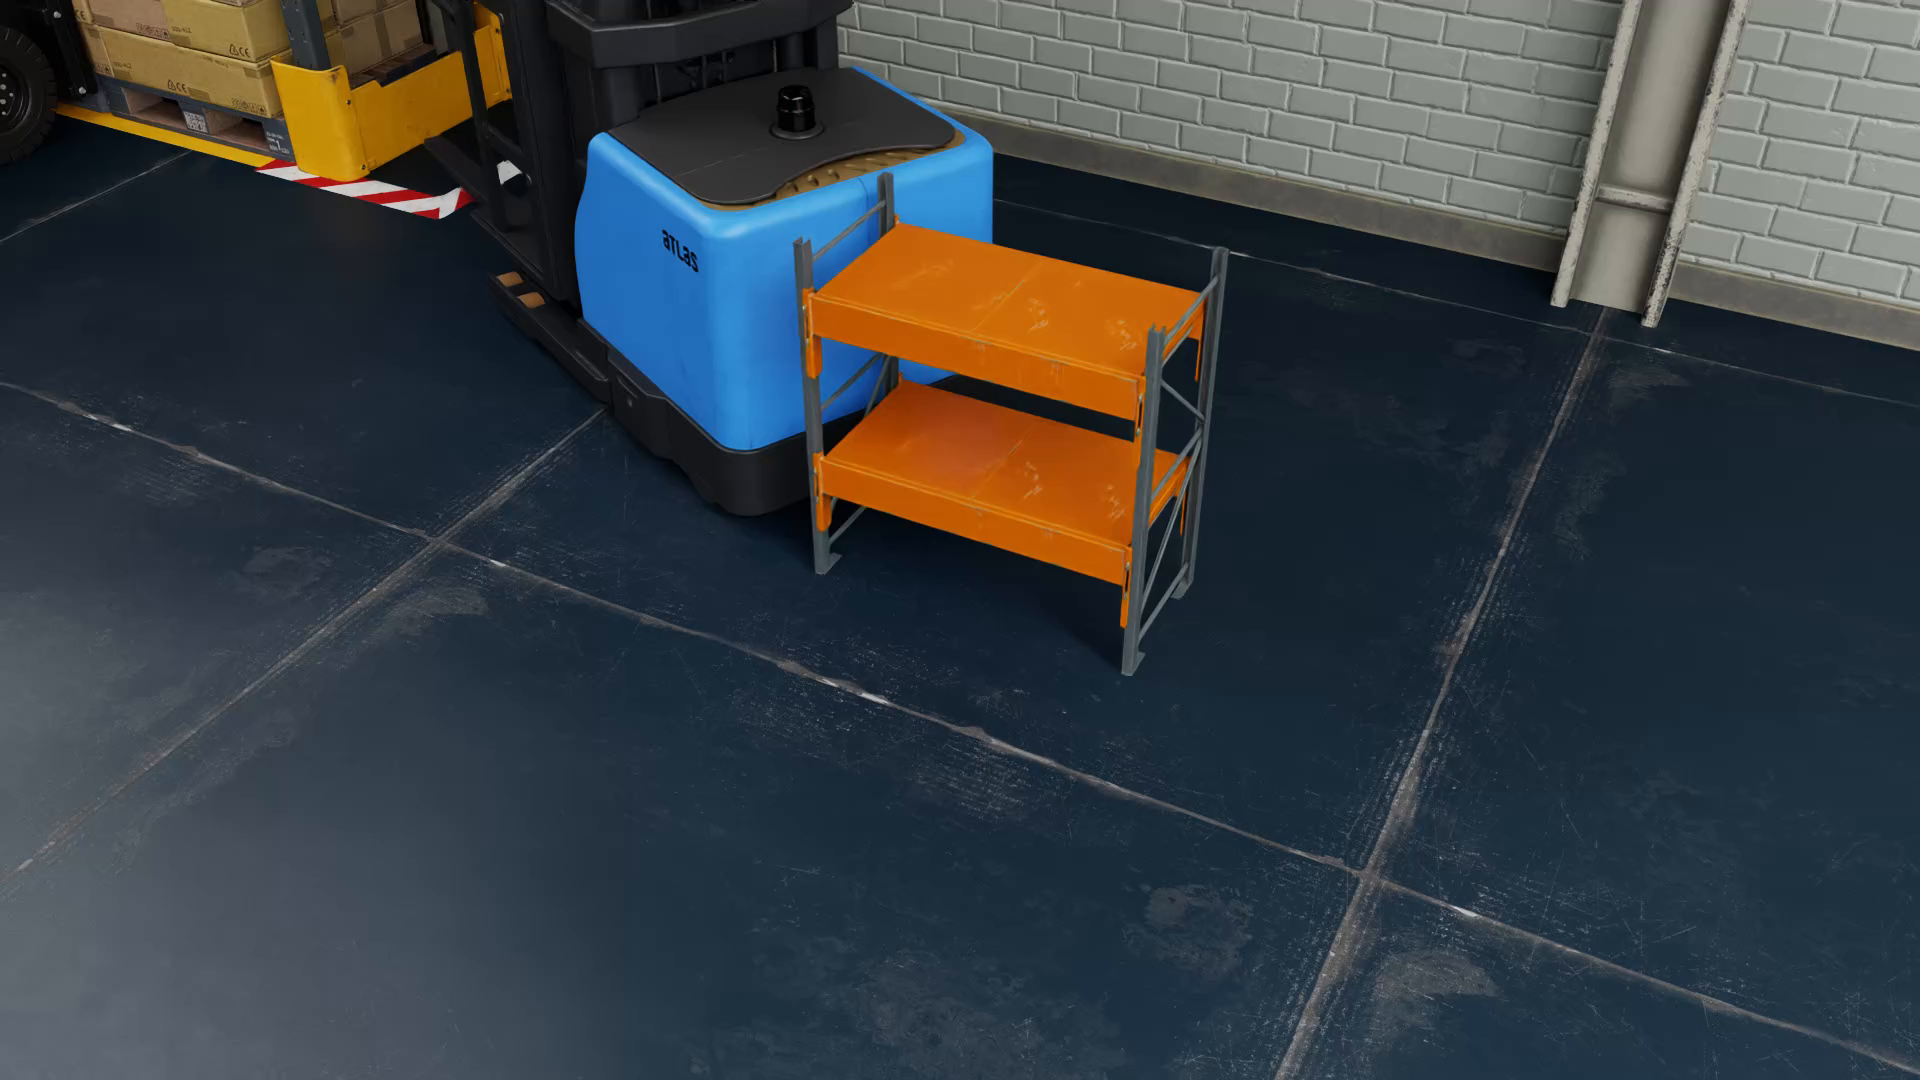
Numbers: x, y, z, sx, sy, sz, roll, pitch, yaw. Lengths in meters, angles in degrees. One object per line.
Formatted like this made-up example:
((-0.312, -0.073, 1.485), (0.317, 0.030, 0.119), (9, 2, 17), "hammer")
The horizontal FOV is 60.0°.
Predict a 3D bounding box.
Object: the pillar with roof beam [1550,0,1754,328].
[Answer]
((0.555, -2.215, 0.725), (0.400, 9.000, 9.100), (17, 41, 21), "pillar with roof beam")

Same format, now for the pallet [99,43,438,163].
((-3.288, -2.207, 7.983), (1.213, 0.211, 1.003), (17, 41, 21), "pallet")

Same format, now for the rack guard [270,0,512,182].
((-2.568, -2.125, 7.636), (0.348, 0.500, 1.175), (17, 41, 21), "rack guard")

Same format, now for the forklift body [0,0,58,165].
((-5.112, -2.337, 6.550), (1.214, 2.155, 2.313), (17, 41, 21), "forklift body")

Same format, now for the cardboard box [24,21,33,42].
((-4.501, -2.580, 8.095), (0.500, 0.250, 0.500), (19, 41, 23), "cardboard box")

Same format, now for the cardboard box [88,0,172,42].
((-3.606, -2.511, 7.591), (0.500, 0.250, 0.500), (17, 40, 21), "cardboard box")

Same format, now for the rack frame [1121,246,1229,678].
((0.586, -0.194, 4.576), (0.032, 1.125, 0.500), (17, 40, 21), "rack frame")

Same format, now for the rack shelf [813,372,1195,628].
((0.134, -0.140, 4.908), (1.000, 0.278, 0.538), (17, 40, 21), "rack shelf")

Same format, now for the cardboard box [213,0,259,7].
((-3.142, -2.558, 7.239), (0.500, 0.250, 0.500), (19, 41, 23), "cardboard box")

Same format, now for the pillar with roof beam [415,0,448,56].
((-4.773, -3.883, 2.923), (0.400, 9.000, 9.100), (17, 41, 21), "pillar with roof beam")

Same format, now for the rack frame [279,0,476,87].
((-2.590, -3.128, 6.889), (0.127, 3.000, 1.000), (17, 41, 21), "rack frame")

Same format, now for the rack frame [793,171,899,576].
((-0.318, -0.475, 4.946), (0.032, 1.125, 0.500), (17, 40, 21), "rack frame")

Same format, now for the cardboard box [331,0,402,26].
((-2.912, -2.641, 7.762), (0.500, 0.250, 0.500), (18, 41, 22), "cardboard box")

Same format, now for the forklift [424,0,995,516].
((-1.149, -2.086, 5.574), (1.130, 2.935, 3.031), (-24, 43, -28), "forklift")

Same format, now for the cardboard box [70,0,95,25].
((-4.074, -2.644, 7.765), (0.500, 0.250, 0.500), (16, 40, 20), "cardboard box")

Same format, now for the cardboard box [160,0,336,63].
((-3.166, -2.366, 7.400), (0.500, 0.250, 0.500), (17, 40, 21), "cardboard box")

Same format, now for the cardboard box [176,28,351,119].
((-3.152, -2.161, 7.542), (0.500, 0.250, 0.500), (18, 41, 22), "cardboard box")

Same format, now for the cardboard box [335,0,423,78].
((-2.936, -2.441, 7.912), (0.500, 0.250, 0.500), (18, 41, 22), "cardboard box")

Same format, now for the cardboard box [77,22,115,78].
((-4.029, -2.448, 7.921), (0.500, 0.250, 0.500), (18, 41, 22), "cardboard box")

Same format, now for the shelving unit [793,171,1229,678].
((0.134, -0.335, 4.761), (1.048, 1.125, 0.538), (17, 40, 21), "shelving unit")

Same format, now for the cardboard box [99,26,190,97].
((-3.589, -2.304, 7.731), (0.500, 0.250, 0.500), (17, 41, 21), "cardboard box")

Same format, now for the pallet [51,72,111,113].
((-4.367, -2.547, 8.431), (1.213, 0.211, 1.003), (17, 41, 21), "pallet")

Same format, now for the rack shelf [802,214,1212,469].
((0.134, -0.568, 4.584), (1.000, 0.278, 0.538), (17, 40, 21), "rack shelf")
